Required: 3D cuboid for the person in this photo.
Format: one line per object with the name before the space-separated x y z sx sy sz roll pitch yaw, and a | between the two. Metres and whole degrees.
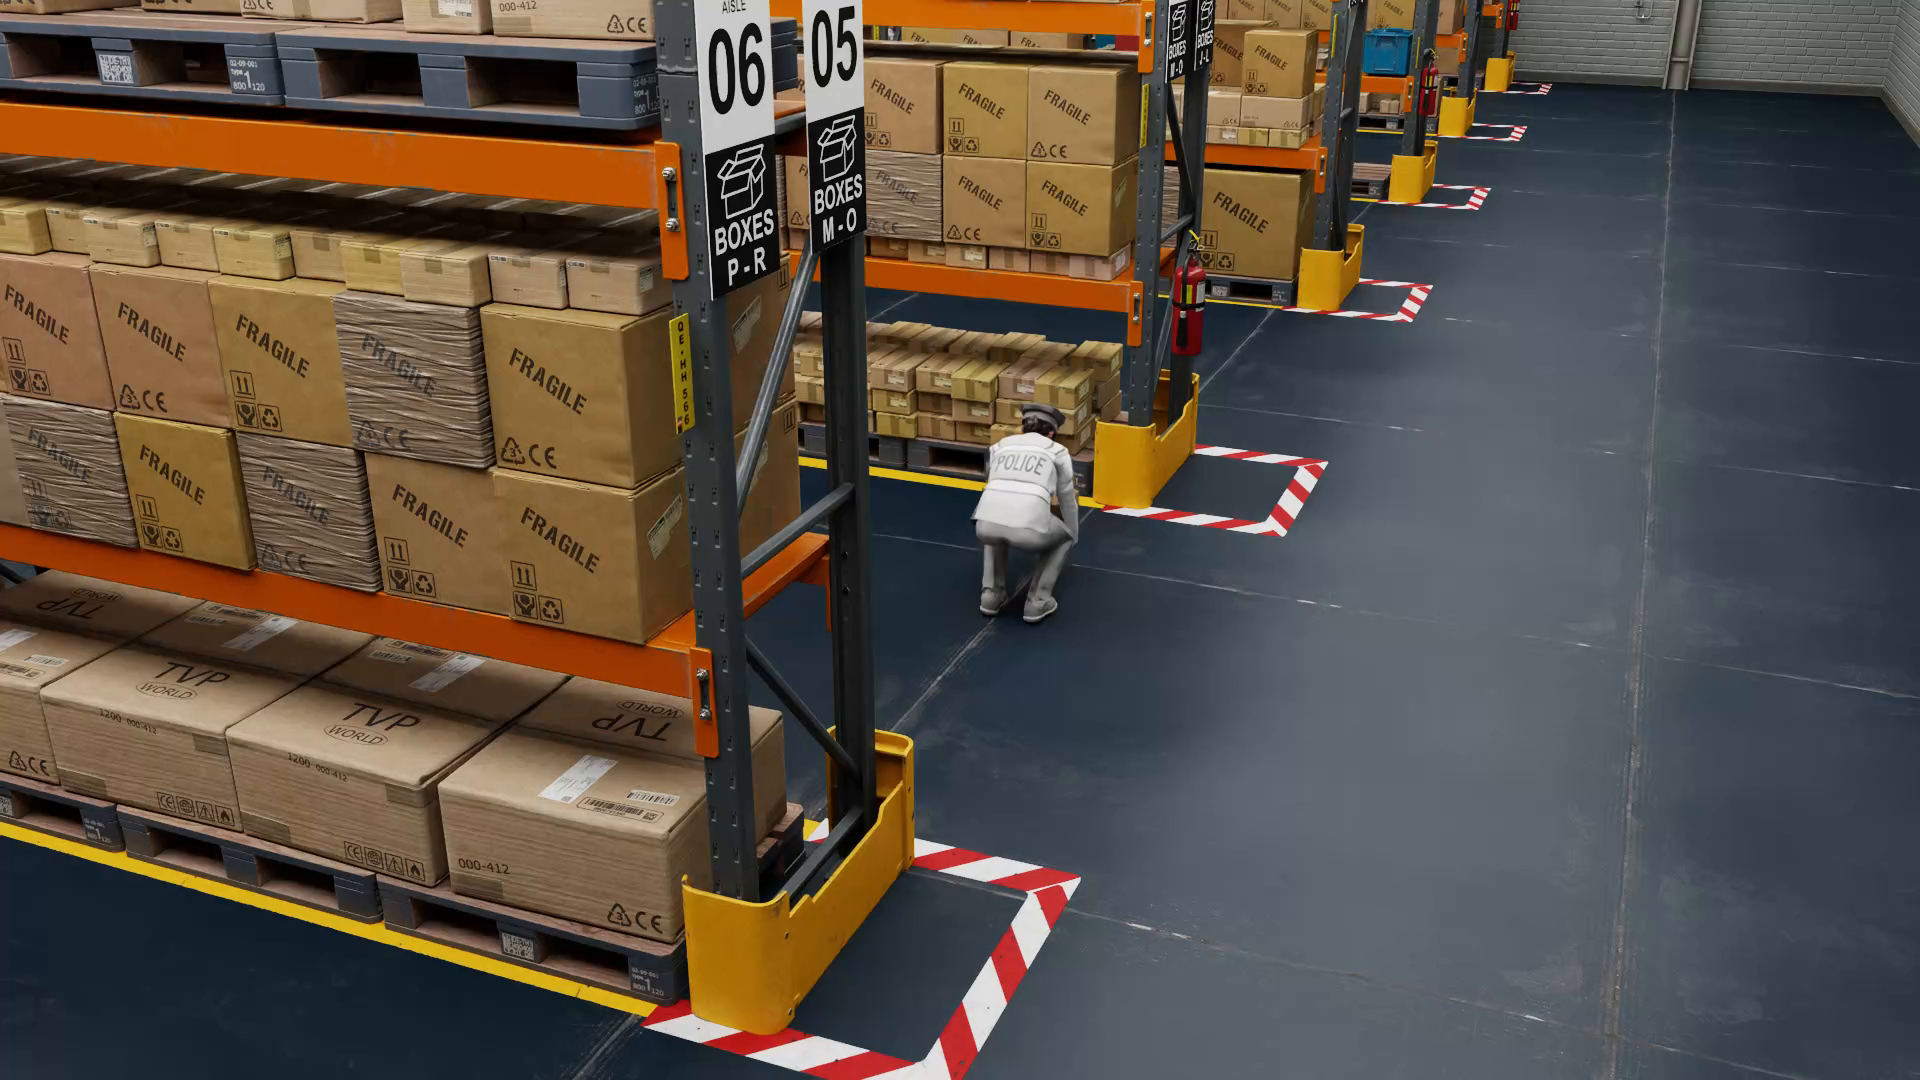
person | 0.338 -0.145 8.351 0.459 0.979 0.869 8 24 19
